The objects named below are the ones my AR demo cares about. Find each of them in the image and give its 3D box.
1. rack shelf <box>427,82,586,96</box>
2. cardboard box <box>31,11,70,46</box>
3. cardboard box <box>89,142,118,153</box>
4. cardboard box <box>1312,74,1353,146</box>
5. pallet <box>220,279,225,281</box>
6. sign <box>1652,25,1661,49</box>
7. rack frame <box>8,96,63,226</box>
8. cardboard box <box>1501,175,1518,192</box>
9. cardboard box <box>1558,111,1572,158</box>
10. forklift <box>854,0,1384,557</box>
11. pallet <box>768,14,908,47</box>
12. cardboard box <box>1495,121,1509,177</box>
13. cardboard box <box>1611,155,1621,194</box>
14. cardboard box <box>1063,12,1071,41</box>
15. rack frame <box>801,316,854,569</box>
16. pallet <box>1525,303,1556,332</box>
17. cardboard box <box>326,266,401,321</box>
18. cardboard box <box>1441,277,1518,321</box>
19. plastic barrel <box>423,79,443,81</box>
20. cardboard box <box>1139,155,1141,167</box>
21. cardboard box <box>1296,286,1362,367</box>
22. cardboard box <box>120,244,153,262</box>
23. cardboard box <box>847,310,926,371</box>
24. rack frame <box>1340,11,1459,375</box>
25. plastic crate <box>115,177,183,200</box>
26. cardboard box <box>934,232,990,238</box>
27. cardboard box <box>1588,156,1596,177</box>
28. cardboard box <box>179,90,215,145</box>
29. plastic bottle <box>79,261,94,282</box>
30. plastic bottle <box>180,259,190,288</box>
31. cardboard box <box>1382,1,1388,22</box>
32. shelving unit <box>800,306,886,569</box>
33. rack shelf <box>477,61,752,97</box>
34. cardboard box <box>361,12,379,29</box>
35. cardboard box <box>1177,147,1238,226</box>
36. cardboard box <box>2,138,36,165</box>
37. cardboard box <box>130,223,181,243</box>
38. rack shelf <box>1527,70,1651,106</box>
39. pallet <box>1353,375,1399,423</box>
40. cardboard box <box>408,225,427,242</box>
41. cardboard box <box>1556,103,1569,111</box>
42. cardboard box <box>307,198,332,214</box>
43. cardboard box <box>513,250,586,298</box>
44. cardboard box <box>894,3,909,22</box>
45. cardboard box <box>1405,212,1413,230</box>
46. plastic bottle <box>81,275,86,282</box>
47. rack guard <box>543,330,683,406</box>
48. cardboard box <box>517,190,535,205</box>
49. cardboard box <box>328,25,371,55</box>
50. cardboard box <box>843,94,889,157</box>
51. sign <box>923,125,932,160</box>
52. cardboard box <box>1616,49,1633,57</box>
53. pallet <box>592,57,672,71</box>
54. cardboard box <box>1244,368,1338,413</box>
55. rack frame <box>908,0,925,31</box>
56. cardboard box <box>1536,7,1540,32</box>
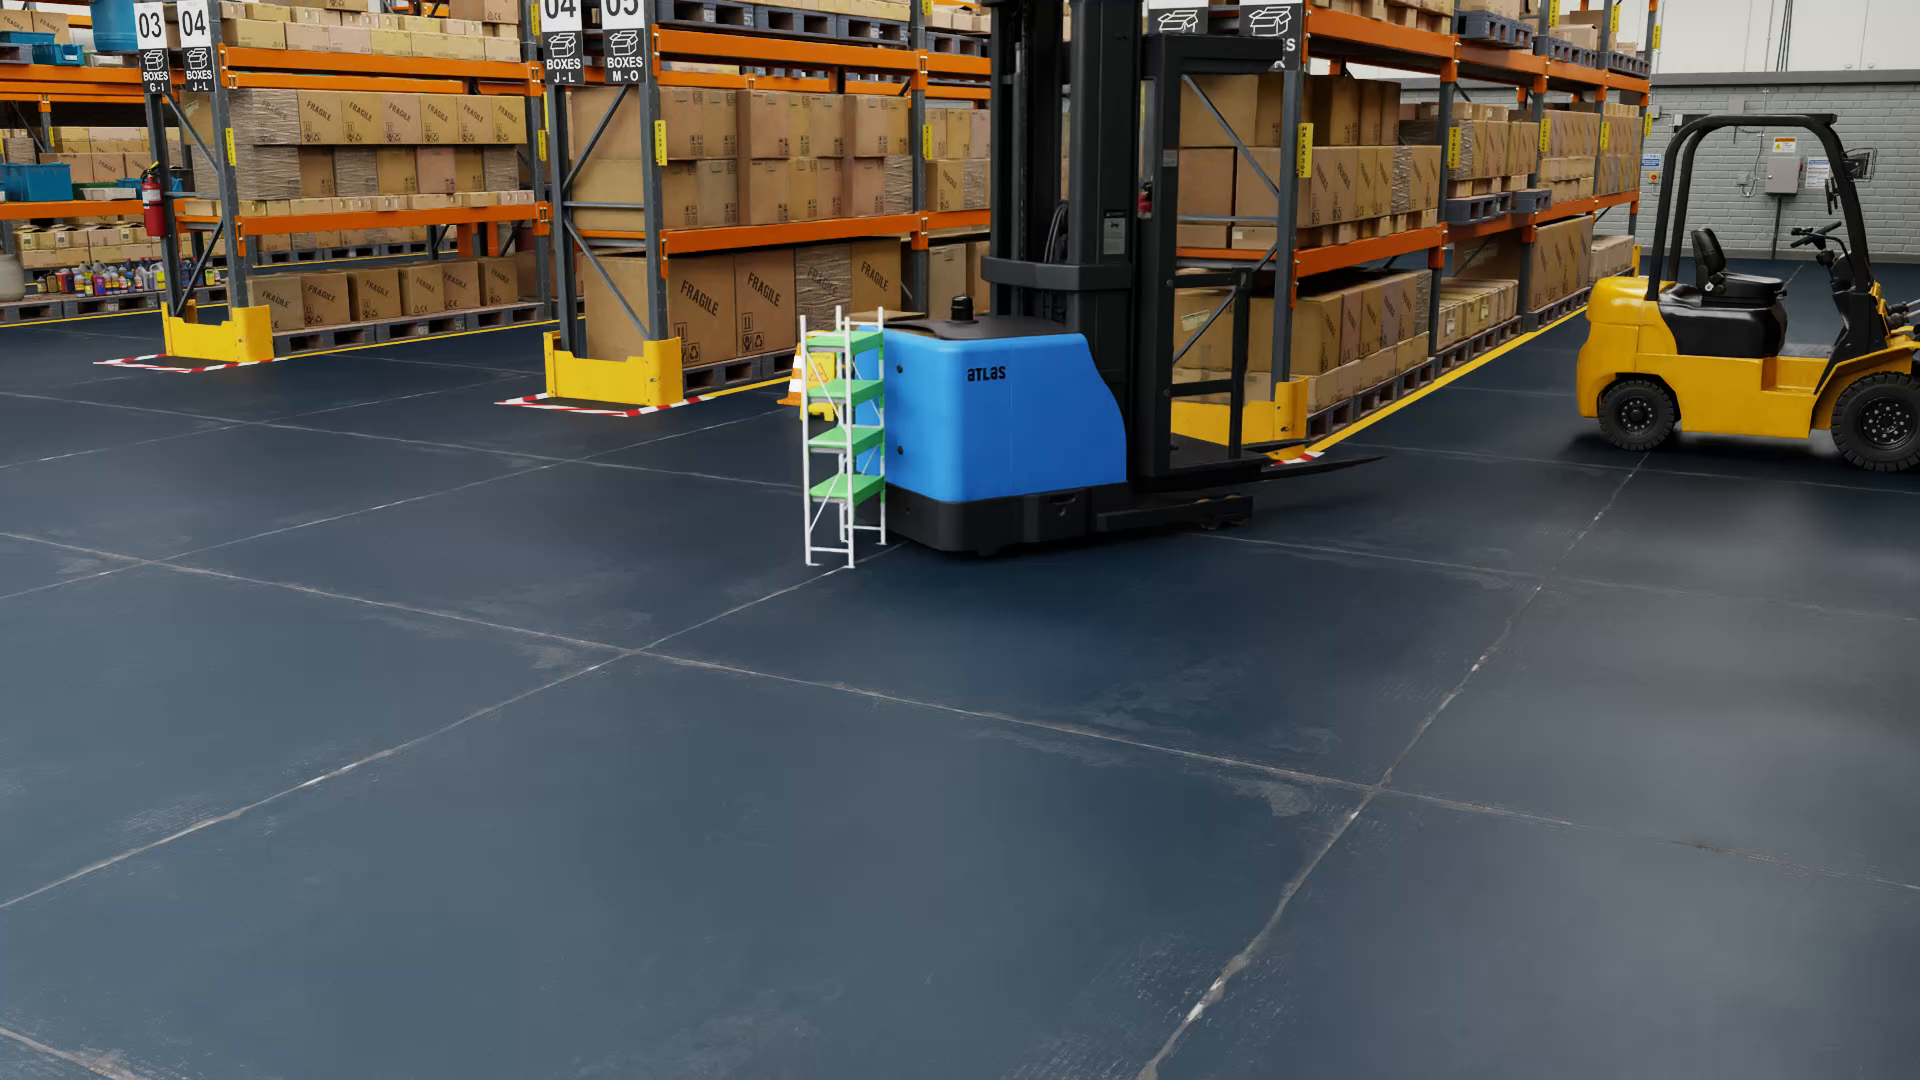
[{"bbox_3d":[-6.526,-6.893,25.859,1.077,0.370,4.000,7,15,28],"label":"rack shelf"},{"bbox_3d":[-13.173,-7.311,23.882,0.500,0.500,0.500,9,16,33],"label":"cardboard box"},{"bbox_3d":[-15.445,-6.876,29.765,0.500,0.500,0.500,8,16,30],"label":"cardboard box"},{"bbox_3d":[2.477,-3.163,12.273,0.700,0.500,0.500,7,15,28],"label":"cardboard box"},{"bbox_3d":[-9.081,-3.363,22.033,1.003,0.211,1.213,7,15,28],"label":"pallet"},{"bbox_3d":[9.854,-7.117,23.534,0.100,0.325,0.005,7,15,28],"label":"sign"},{"bbox_3d":[-16.165,-6.496,29.080,1.000,3.000,0.127,7,15,28],"label":"rack frame"},{"bbox_3d":[5.167,-3.449,16.081,0.380,0.149,0.250,8,16,29],"label":"cardboard box"},{"bbox_3d":[6.465,-4.505,18.474,0.500,0.500,0.500,8,16,30],"label":"cardboard box"},{"bbox_3d":[0.972,-1.575,8.814,3.031,2.935,1.130,-8,16,-30],"label":"forklift"},{"bbox_3d":[-1.202,-4.658,15.243,1.003,0.211,1.213,7,15,28],"label":"pallet"},{"bbox_3d":[4.794,-3.640,15.486,0.500,0.500,0.500,7,15,26],"label":"cardboard box"},{"bbox_3d":[8.401,-4.830,21.954,0.500,0.500,0.500,7,15,28],"label":"cardboard box"},{"bbox_3d":[0.893,-5.649,18.247,0.500,0.311,0.500,7,15,28],"label":"cardboard box"},{"bbox_3d":[-0.626,-0.455,7.861,0.240,1.200,0.015,4,14,15],"label":"rack frame"},{"bbox_3d":[5.965,-2.487,18.401,1.003,0.211,1.213,7,15,28],"label":"pallet"},{"bbox_3d":[-6.130,-2.539,17.104,0.500,0.500,0.500,9,16,33],"label":"cardboard box"},{"bbox_3d":[5.236,-2.502,17.221,0.950,0.372,0.625,6,15,24],"label":"cardboard box"},{"bbox_3d":[-7.567,-6.700,23.856,0.294,0.245,0.294,0,14,0],"label":"plastic barrel"},{"bbox_3d":[2.044,-4.747,20.828,0.380,0.149,0.250,7,15,28],"label":"cardboard box"},{"bbox_3d":[2.543,-1.527,11.840,0.500,0.500,0.500,7,15,26],"label":"cardboard box"},{"bbox_3d":[-12.606,-4.353,25.160,0.500,0.250,0.500,8,16,29],"label":"cardboard box"},{"bbox_3d":[-0.650,-1.761,14.764,0.500,0.500,0.500,11,17,38],"label":"cardboard box"},{"bbox_3d":[3.584,-2.869,14.035,1.000,3.000,0.127,7,15,28],"label":"rack frame"},{"bbox_3d":[-9.724,-4.223,19.968,0.499,0.251,0.616,7,15,28],"label":"plastic crate"},{"bbox_3d":[0.343,-3.046,18.672,1.050,0.750,0.750,8,16,29],"label":"cardboard box"},{"bbox_3d":[7.451,-4.563,20.312,0.500,0.250,0.500,7,15,28],"label":"cardboard box"},{"bbox_3d":[-6.975,-3.991,15.708,0.500,0.500,0.500,7,15,28],"label":"cardboard box"},{"bbox_3d":[-10.567,-3.197,20.106,0.144,0.351,0.185,8,16,30],"label":"plastic bottle"},{"bbox_3d":[-9.578,-3.275,20.432,0.144,0.351,0.185,7,15,25],"label":"plastic bottle"},{"bbox_3d":[2.808,-3.740,11.783,0.380,0.149,0.250,7,15,27],"label":"cardboard box"},{"bbox_3d":[-0.559,-0.510,8.089,0.258,1.200,0.503,4,14,15],"label":"shelving unit"},{"bbox_3d":[-4.124,-5.511,20.127,1.077,0.370,4.000,7,15,28],"label":"rack shelf"},{"bbox_3d":[-5.950,-5.100,16.358,0.380,0.149,0.250,7,15,27],"label":"cardboard box"},{"bbox_3d":[1.672,-2.384,11.175,0.500,0.500,0.500,7,15,27],"label":"cardboard box"},{"bbox_3d":[-16.384,-6.661,28.612,0.700,0.500,0.500,5,15,21],"label":"cardboard box"},{"bbox_3d":[-12.357,-4.730,25.527,0.500,0.311,0.500,7,15,28],"label":"cardboard box"},{"bbox_3d":[8.419,-6.029,22.278,1.077,0.370,4.000,7,15,28],"label":"rack shelf"},{"bbox_3d":[2.702,-1.121,12.731,1.003,0.211,1.213,7,15,28],"label":"pallet"},{"bbox_3d":[-9.881,-5.621,29.846,0.500,0.500,0.500,7,15,28],"label":"cardboard box"},{"bbox_3d":[7.545,-5.502,21.223,0.380,0.149,0.250,8,16,29],"label":"cardboard box"},{"bbox_3d":[-6.304,-3.233,16.080,0.380,0.149,0.250,7,15,28],"label":"cardboard box"},{"bbox_3d":[-4.775,-3.114,19.446,0.700,0.500,0.500,6,15,24],"label":"cardboard box"},{"bbox_3d":[-0.694,-4.887,15.432,0.380,0.149,0.250,7,15,28],"label":"cardboard box"},{"bbox_3d":[3.387,-2.550,13.247,0.380,0.149,0.250,7,15,28],"label":"cardboard box"},{"bbox_3d":[-10.525,-3.079,19.938,0.097,0.201,0.097,0,14,0],"label":"plastic bottle"},{"bbox_3d":[-2.743,-1.369,13.144,1.175,0.500,0.348,7,15,28],"label":"rack guard"},{"bbox_3d":[-4.937,-3.792,18.400,0.380,0.149,0.250,7,15,28],"label":"cardboard box"},{"bbox_3d":[-6.078,-4.834,16.104,0.500,0.250,0.500,7,15,28],"label":"cardboard box"},{"bbox_3d":[-1.170,-3.809,15.310,0.875,0.550,0.550,7,15,28],"label":"cardboard box"},{"bbox_3d":[-0.311,-3.806,15.905,0.100,0.325,0.005,7,15,28],"label":"sign"},{"bbox_3d":[9.114,-6.722,23.044,0.380,0.149,0.250,6,15,24],"label":"cardboard box"},{"bbox_3d":[-4.200,-5.687,19.722,1.213,0.211,1.003,7,15,28],"label":"pallet"},{"bbox_3d":[2.283,-1.050,11.460,0.500,0.250,0.500,7,15,28],"label":"cardboard box"},{"bbox_3d":[-0.798,-6.326,15.572,1.000,3.000,0.127,7,15,28],"label":"rack frame"},{"bbox_3d":[6.772,-6.074,19.817,0.500,0.500,0.500,7,15,27],"label":"cardboard box"}]
